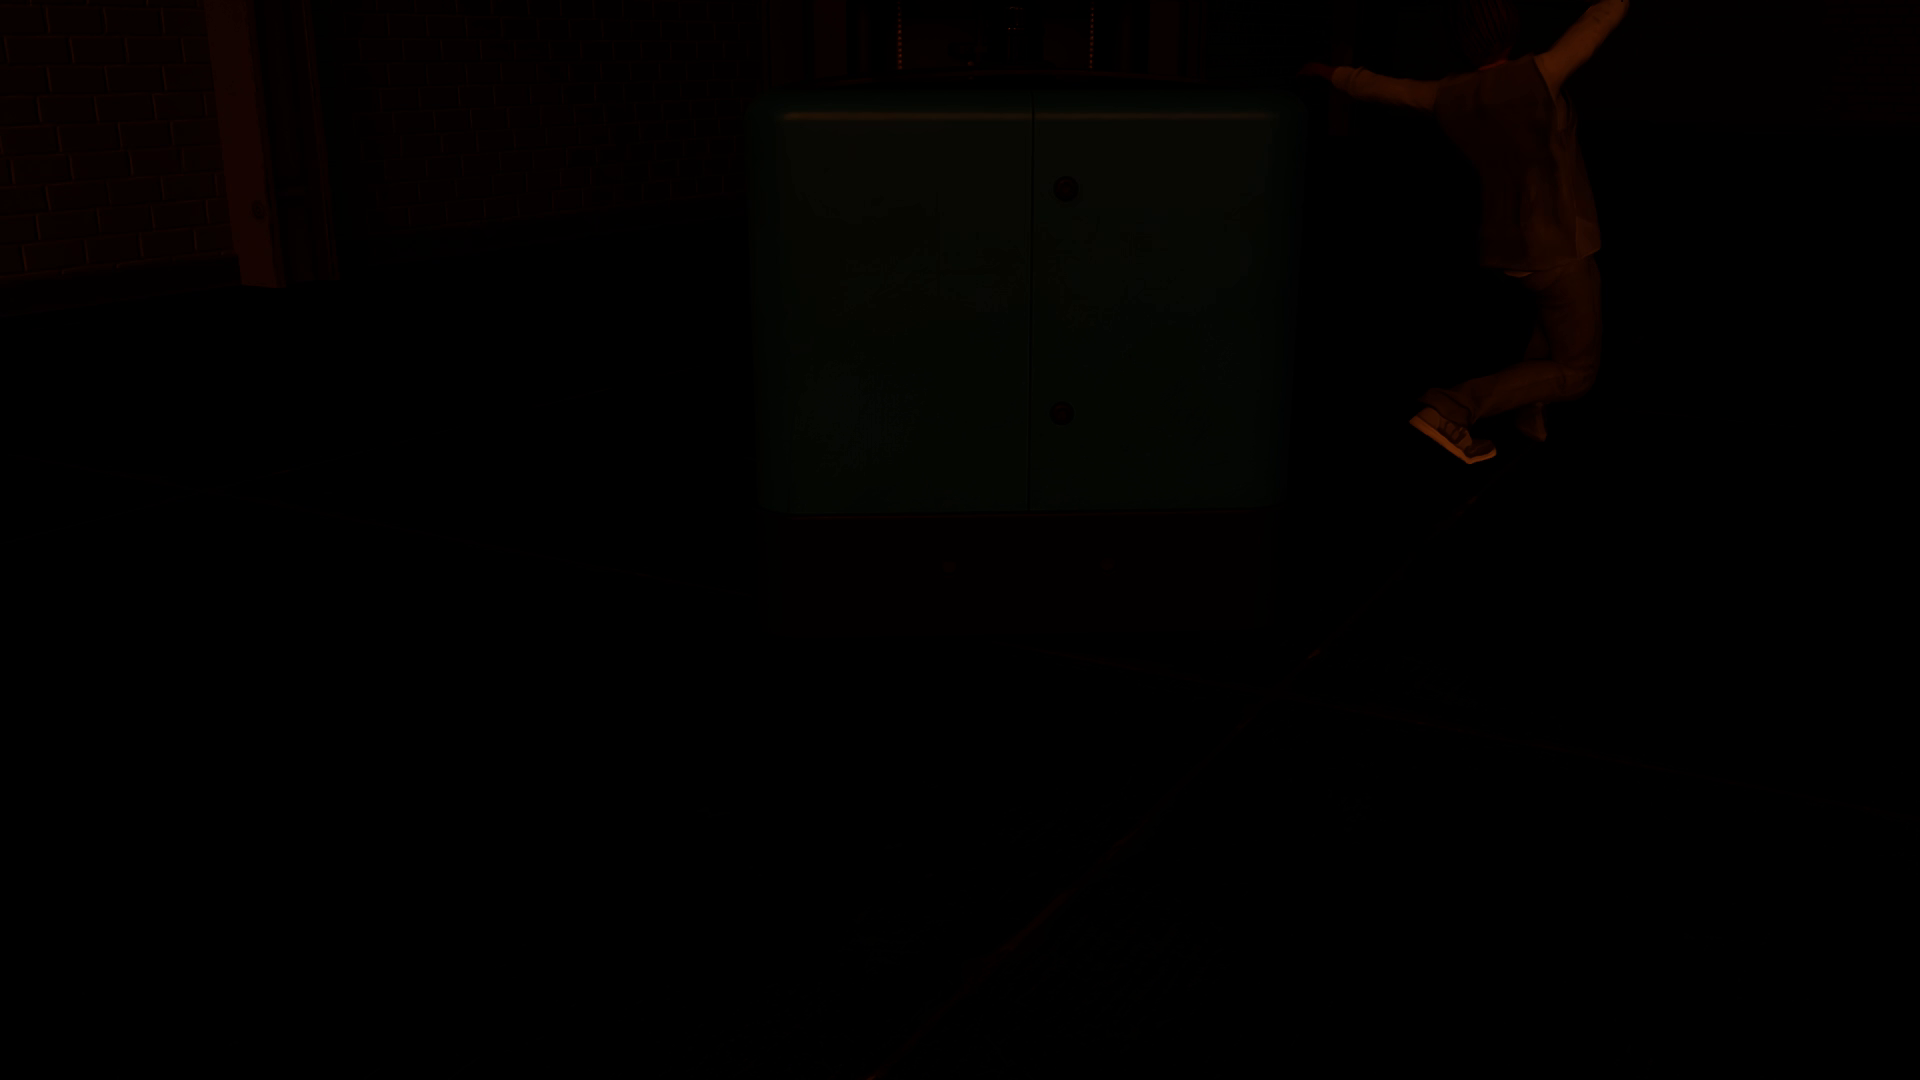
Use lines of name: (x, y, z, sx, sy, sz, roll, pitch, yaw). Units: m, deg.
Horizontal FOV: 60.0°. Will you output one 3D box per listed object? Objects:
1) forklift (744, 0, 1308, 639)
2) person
forklift: (0.044, -1.583, 4.228, 1.130, 2.935, 3.031, -1, 16, -3)
person: (1.504, -0.936, 4.895, 0.764, 1.344, 0.945, -9, 19, -28)
